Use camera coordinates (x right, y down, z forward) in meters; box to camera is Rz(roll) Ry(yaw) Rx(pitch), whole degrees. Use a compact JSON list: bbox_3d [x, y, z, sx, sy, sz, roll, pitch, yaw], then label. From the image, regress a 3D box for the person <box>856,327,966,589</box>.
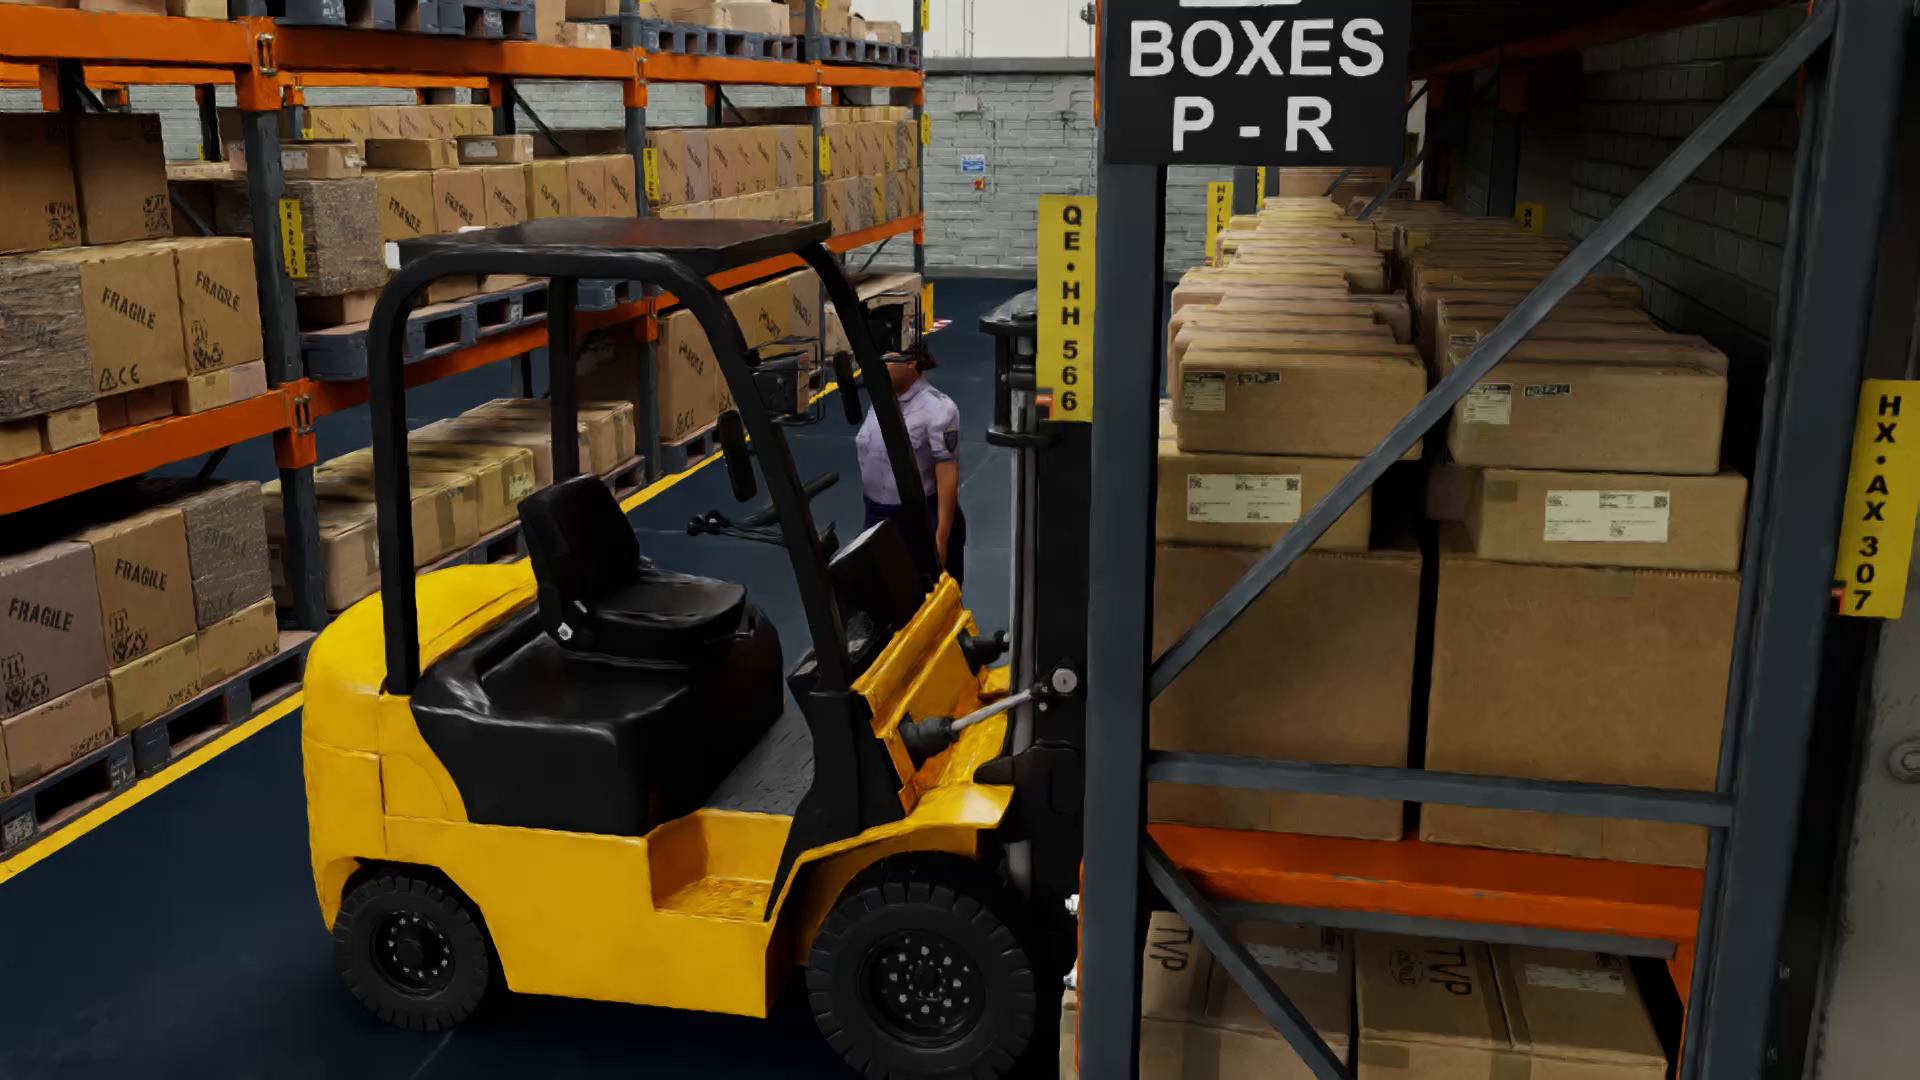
[{"bbox_3d":[-0.229,-0.029,6.632,0.490,1.643,0.576,12,19,38],"label":"person"}]
